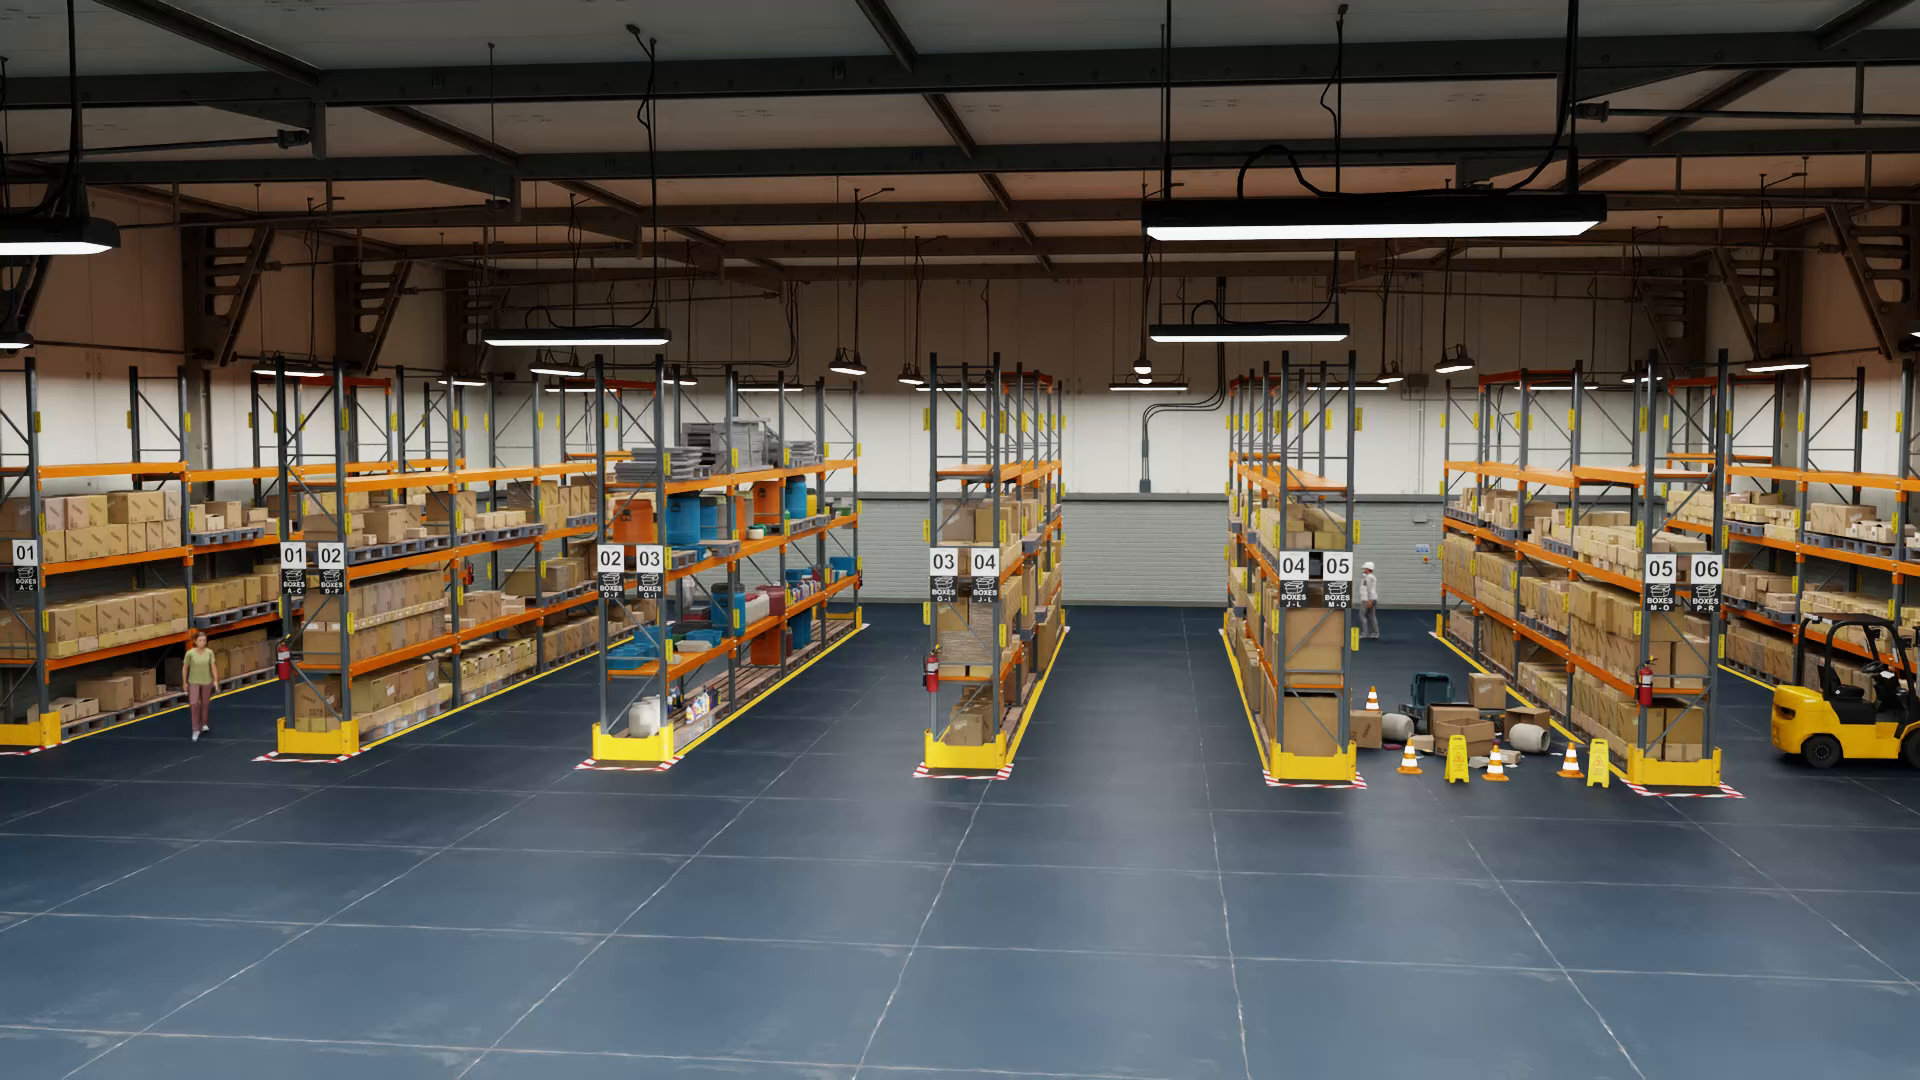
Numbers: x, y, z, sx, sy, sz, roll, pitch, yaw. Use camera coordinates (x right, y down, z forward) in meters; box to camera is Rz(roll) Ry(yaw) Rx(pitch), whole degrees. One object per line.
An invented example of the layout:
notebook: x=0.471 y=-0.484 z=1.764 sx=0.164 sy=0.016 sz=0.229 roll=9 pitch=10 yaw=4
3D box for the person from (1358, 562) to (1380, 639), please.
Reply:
person: x=9.446 y=1.413 z=38.490 sx=0.591 sy=1.813 sz=0.577 roll=2 pitch=5 yaw=31

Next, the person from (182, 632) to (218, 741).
person: x=-12.127 y=2.310 z=26.544 sx=0.510 sy=1.681 sz=0.860 roll=-2 pitch=5 yaw=-28

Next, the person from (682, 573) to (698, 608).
person: x=-6.814 y=1.206 z=41.782 sx=0.499 sy=1.686 sz=0.462 roll=4 pitch=6 yaw=43
